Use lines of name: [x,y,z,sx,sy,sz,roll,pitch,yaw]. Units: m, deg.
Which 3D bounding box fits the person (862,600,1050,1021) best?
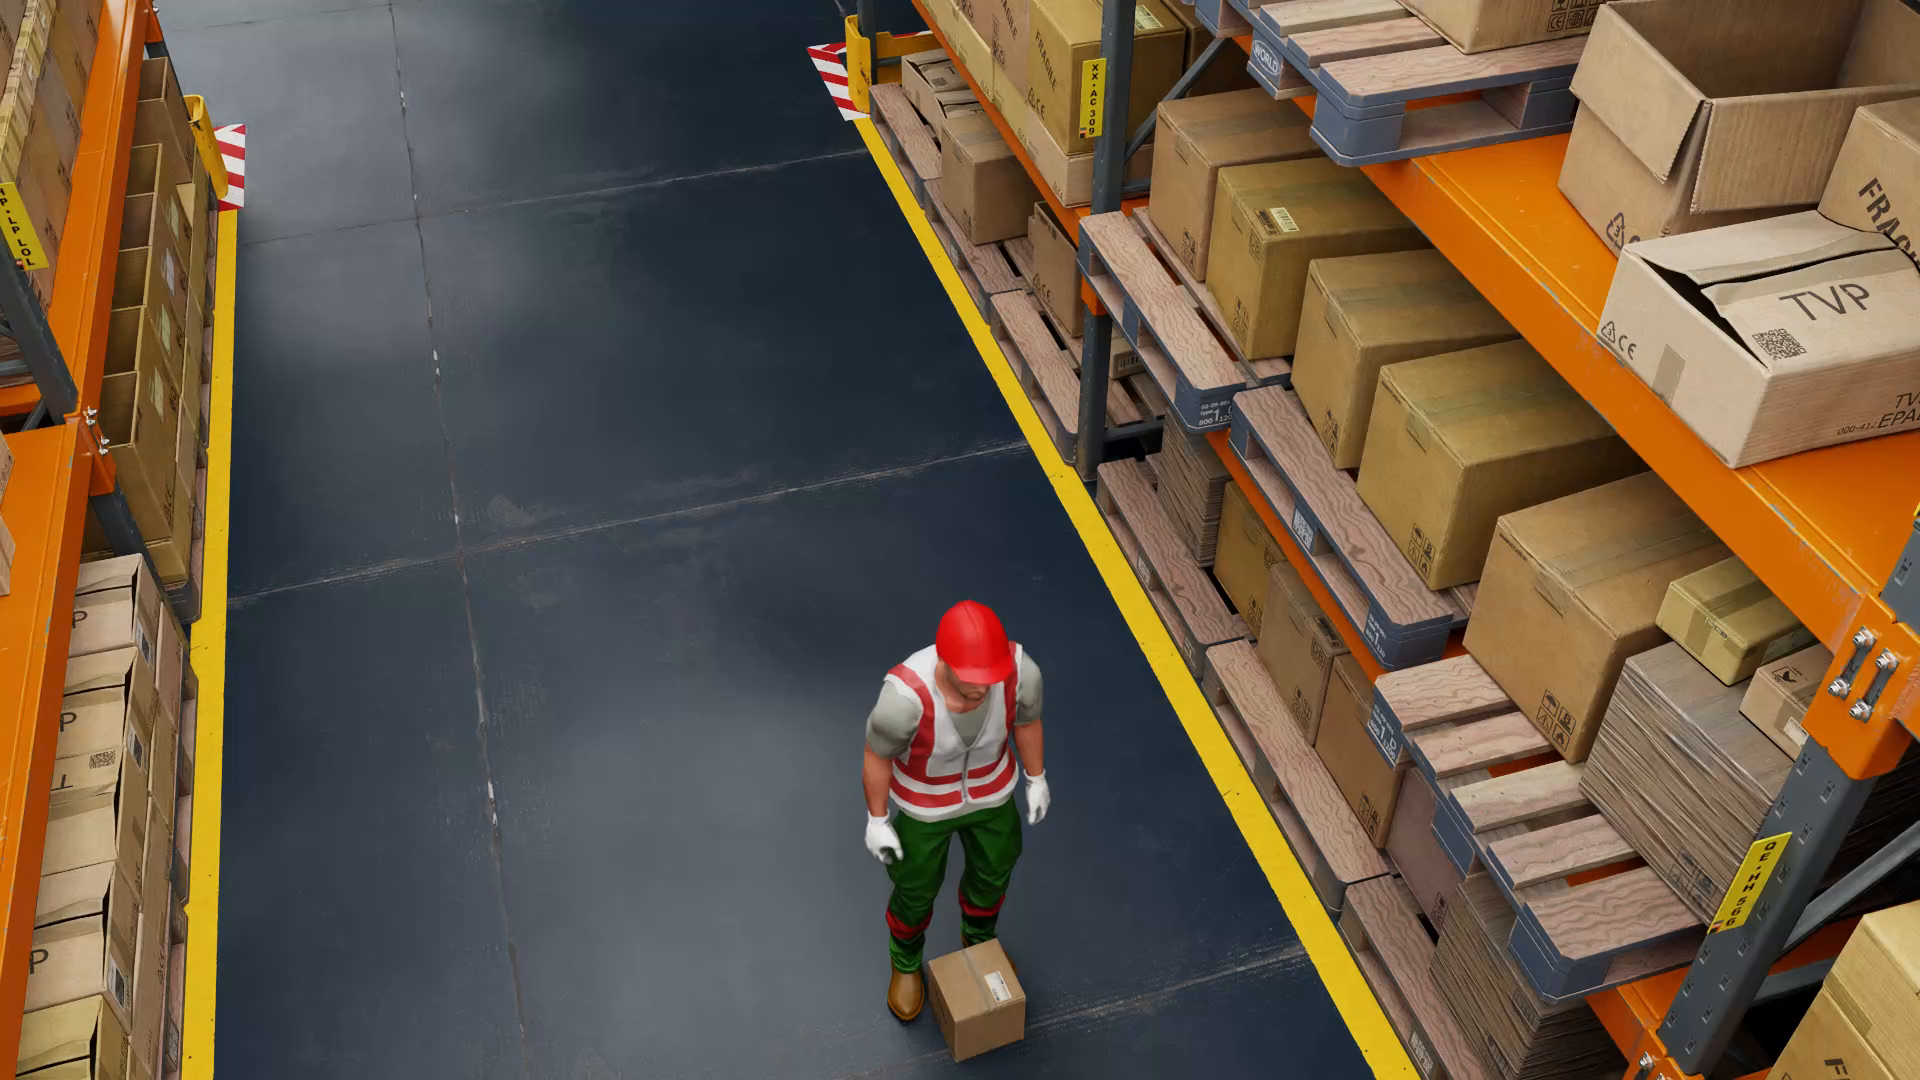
person: [-0.006,0.829,5.223,0.618,1.779,0.455,-13,43,-14]
